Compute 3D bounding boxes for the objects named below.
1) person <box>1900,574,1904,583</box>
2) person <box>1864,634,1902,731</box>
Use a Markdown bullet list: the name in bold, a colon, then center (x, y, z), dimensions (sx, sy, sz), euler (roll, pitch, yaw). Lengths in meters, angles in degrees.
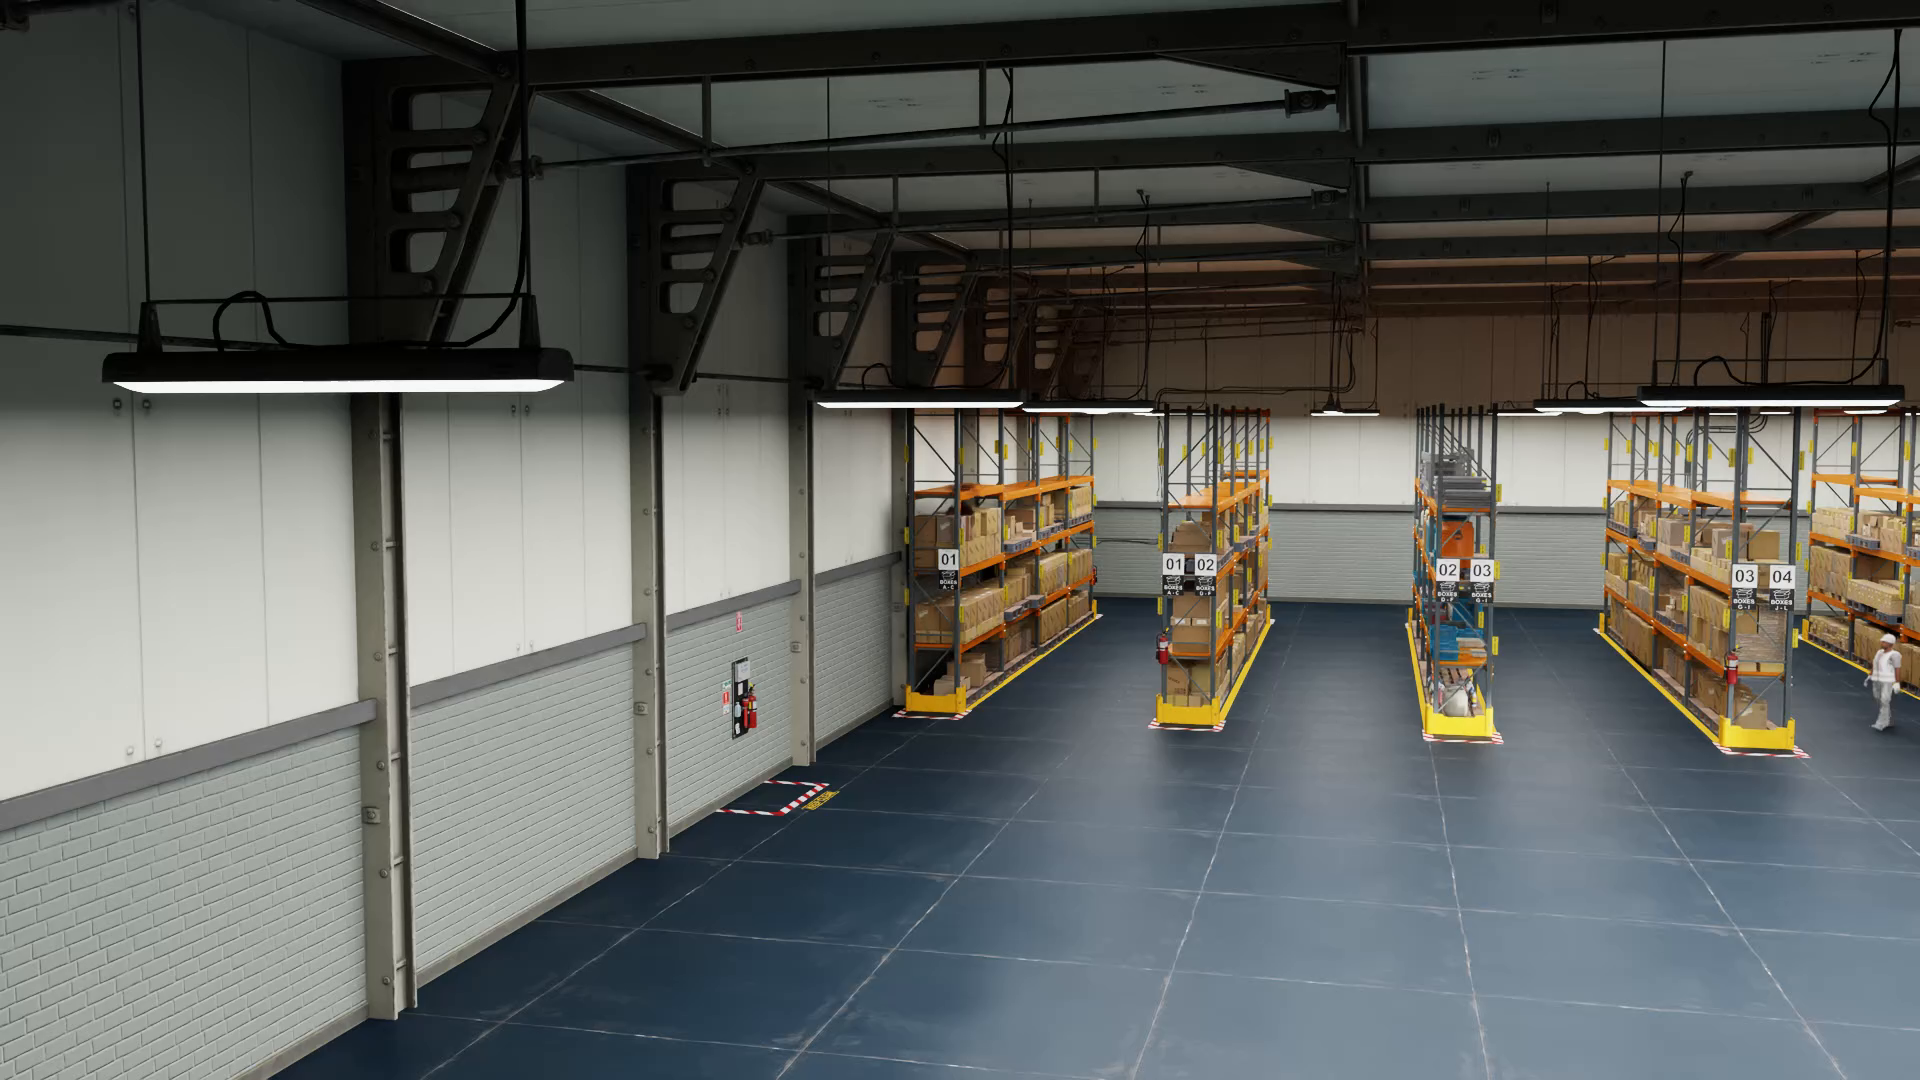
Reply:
- **person**: center (23.949, 1.754, 42.422), dimensions (0.576, 1.770, 0.561), euler (2, 5, 28)
- **person**: center (16.959, 2.613, 30.627), dimensions (0.913, 1.754, 0.616), euler (-2, 5, -29)
